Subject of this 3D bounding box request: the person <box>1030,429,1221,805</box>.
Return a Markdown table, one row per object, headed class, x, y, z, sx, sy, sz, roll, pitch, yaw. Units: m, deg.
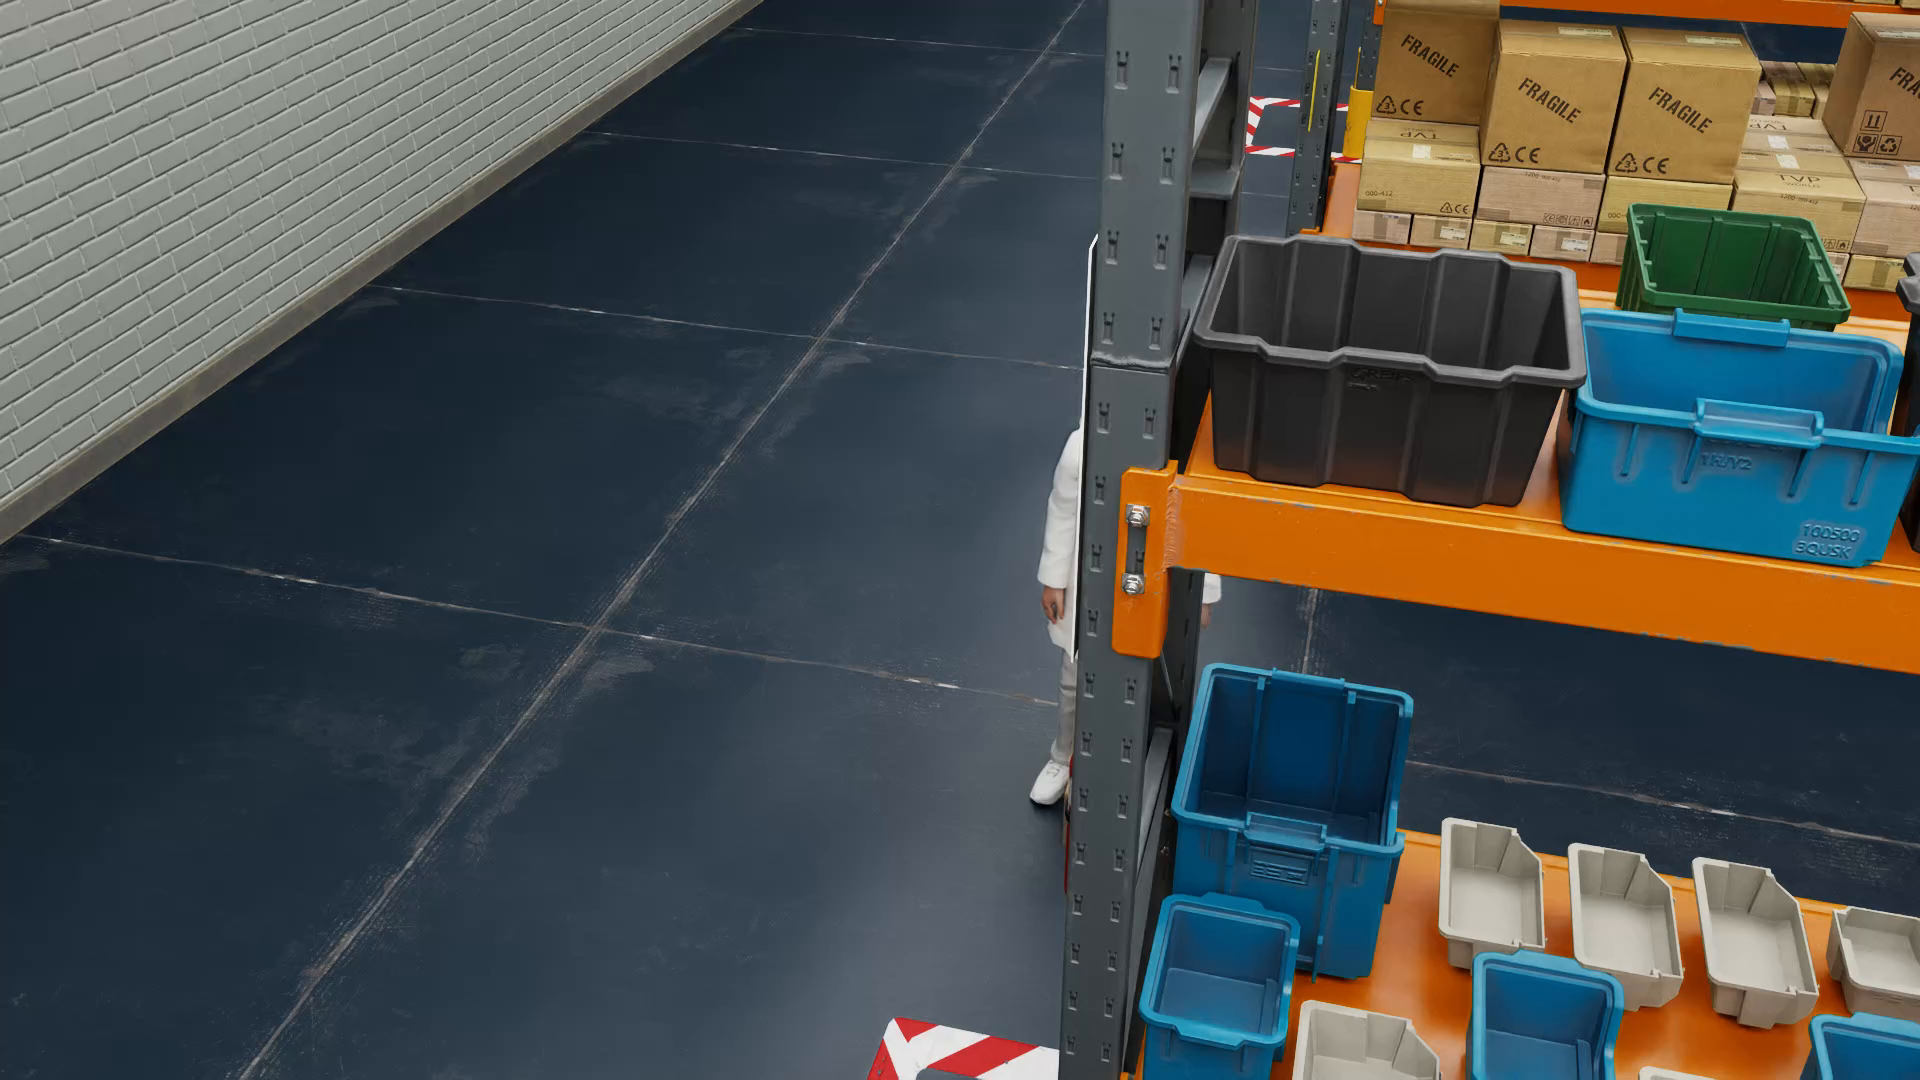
| class | x | y | z | sx | sy | sz | roll | pitch | yaw |
| --- | --- | --- | --- | --- | --- | --- | --- | --- | --- |
| person | 0.593 | 0.184 | 5.864 | 0.647 | 1.772 | 0.429 | 6 | 33 | 9 |
